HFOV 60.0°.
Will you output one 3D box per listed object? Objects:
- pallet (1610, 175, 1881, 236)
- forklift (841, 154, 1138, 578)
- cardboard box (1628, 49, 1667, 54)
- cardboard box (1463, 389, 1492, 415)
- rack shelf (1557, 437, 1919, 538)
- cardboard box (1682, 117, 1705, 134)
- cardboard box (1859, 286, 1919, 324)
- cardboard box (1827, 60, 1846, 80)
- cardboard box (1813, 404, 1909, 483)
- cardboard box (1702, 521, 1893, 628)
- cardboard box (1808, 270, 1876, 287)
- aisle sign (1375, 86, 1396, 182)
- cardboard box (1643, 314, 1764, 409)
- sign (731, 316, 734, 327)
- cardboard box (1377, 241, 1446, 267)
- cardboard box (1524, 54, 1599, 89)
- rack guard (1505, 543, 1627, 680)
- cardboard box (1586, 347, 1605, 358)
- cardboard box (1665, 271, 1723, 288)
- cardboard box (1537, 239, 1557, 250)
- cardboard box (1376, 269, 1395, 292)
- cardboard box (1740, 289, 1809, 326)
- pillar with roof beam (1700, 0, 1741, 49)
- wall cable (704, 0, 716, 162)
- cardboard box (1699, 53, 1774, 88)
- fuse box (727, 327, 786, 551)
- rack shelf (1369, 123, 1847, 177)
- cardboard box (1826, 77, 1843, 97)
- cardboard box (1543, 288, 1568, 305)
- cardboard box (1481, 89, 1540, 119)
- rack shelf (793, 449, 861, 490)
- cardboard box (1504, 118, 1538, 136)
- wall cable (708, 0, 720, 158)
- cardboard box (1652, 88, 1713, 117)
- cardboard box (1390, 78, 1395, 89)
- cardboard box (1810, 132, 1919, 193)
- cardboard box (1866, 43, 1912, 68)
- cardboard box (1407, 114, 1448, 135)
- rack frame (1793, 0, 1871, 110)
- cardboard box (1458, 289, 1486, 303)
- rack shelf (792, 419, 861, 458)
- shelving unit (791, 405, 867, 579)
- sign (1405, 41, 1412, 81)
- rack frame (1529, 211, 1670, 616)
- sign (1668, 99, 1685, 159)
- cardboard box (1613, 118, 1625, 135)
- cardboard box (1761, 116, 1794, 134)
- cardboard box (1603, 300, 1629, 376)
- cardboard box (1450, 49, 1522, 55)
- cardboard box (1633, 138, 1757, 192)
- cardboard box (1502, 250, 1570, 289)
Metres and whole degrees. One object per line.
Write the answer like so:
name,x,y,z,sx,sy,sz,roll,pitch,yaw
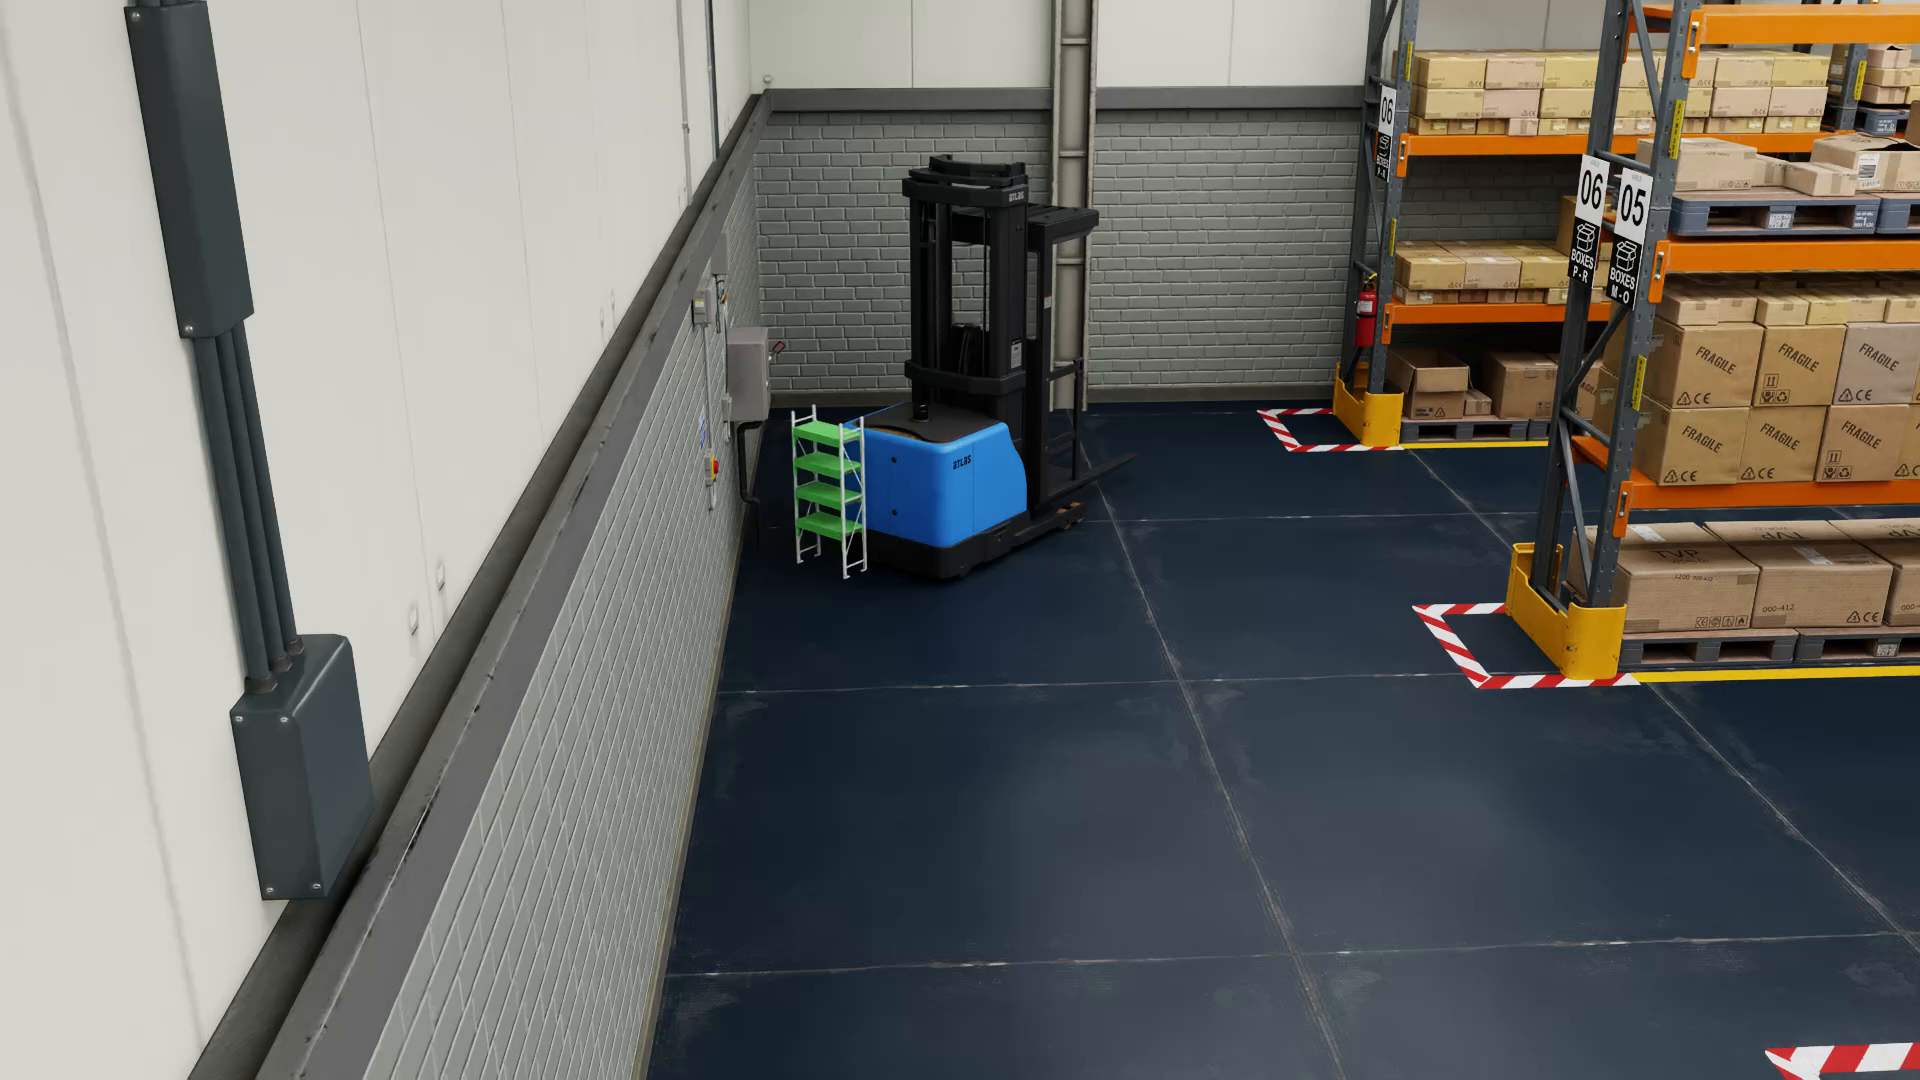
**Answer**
pallet,4.825,-2.086,10.292,1.213,0.211,1.003,-1,21,-3
forklift,0.376,-1.548,13.069,1.130,2.935,3.031,15,25,34
cardboard box,6.258,-4.320,15.126,0.500,0.250,0.500,-1,21,-4
cardboard box,4.840,-1.307,15.755,0.250,0.149,0.380,-2,21,-5
rack shelf,6.082,-0.411,10.995,4.000,0.370,1.077,-1,21,-3
cardboard box,6.422,-3.718,14.809,0.250,0.149,0.380,0,21,-1
cardboard box,5.751,-1.454,10.266,0.250,0.149,0.380,-1,21,-3
cardboard box,8.084,-4.265,15.096,0.250,0.149,0.380,-1,21,-4
cardboard box,5.593,-0.685,10.564,0.500,0.500,0.500,-1,21,-3
cardboard box,5.651,0.224,11.327,0.875,0.438,0.875,-1,21,-2
cardboard box,5.703,-1.647,10.775,0.250,0.149,0.380,-1,21,-2
aisle sign,3.747,-3.579,14.652,0.004,0.787,0.394,-1,21,-3
cardboard box,4.580,-1.129,10.325,0.500,0.500,0.500,-2,21,-4
sign,-1.752,-1.460,12.873,0.001,0.494,0.329,-1,21,-3
cardboard box,4.242,-2.642,15.638,0.500,0.250,0.500,-1,21,-1
cardboard box,5.265,-4.112,14.581,0.500,0.250,0.500,-1,21,-4
rack guard,4.061,0.462,11.204,0.348,0.500,1.175,-1,21,-3
cardboard box,6.306,-1.501,15.771,0.500,0.500,0.700,-2,21,-5
cardboard box,4.684,-1.616,10.692,0.250,0.149,0.380,-1,21,-2
cardboard box,5.774,-2.671,15.714,0.500,0.250,0.500,-1,21,-3
cardboard box,4.113,-2.454,15.705,0.250,0.149,0.380,-1,21,-4
cardboard box,4.979,-1.428,10.197,0.250,0.149,0.380,-1,21,-1
pillar with roof beam,7.291,-4.131,11.325,0.400,9.000,9.100,-1,21,-3
wall cable,-1.618,-3.562,9.829,0.029,3.000,2.355,-1,21,-3
cardboard box,6.795,-4.146,14.669,0.500,0.250,0.500,-1,21,-4
fuse box,-1.517,-0.731,12.635,0.414,1.711,0.539,-1,21,-3
rack shelf,5.795,-3.576,15.093,4.000,0.370,1.077,-1,21,-3
cardboard box,8.090,-4.109,15.104,0.250,0.149,0.380,-1,21,-3
cardboard box,5.431,-2.270,15.220,0.250,0.149,0.380,-2,21,-5
cardboard box,4.763,-3.870,14.647,0.500,0.250,0.500,-1,21,-2
rack shelf,-0.973,-0.525,12.317,0.480,0.148,0.258,17,27,37
cardboard box,4.901,-3.660,14.656,0.250,0.149,0.380,-1,21,-2
wall cable,-1.740,-4.570,12.423,0.133,3.039,2.988,-1,21,-3
cardboard box,6.294,-3.902,14.732,0.500,0.250,0.500,-1,21,-2
cardboard box,4.226,-4.046,15.109,0.500,0.250,0.500,-2,21,-4
cardboard box,5.582,-2.322,10.184,0.500,0.311,0.500,-1,21,-2
cardboard box,8.112,-4.293,14.587,0.258,0.266,0.396,-1,21,-4
cardboard box,4.129,-3.678,14.703,0.250,0.149,0.380,-1,21,-2
rack frame,7.791,-5.355,14.538,0.127,3.000,1.000,-1,21,-3
cardboard box,4.653,-2.301,15.301,0.250,0.149,0.380,-1,21,-4
rack shelf,-0.974,-0.749,12.231,0.480,0.148,0.258,17,27,37
shelving unit,-0.973,-0.361,12.380,0.503,1.200,0.258,17,27,37
sign,3.829,-4.087,14.196,0.005,0.325,0.100,-1,21,-3
rack frame,4.085,-0.706,10.761,0.127,3.000,1.000,-1,21,-3
sign,4.111,-2.356,9.539,0.005,0.325,0.100,-1,21,-3
cardboard box,5.666,-3.675,14.694,0.250,0.149,0.380,-1,21,-3
cardboard box,7.205,-3.719,14.811,0.250,0.149,0.380,-1,21,-3
cardboard box,4.553,-1.315,10.813,0.500,0.500,0.500,0,21,-1
cardboard box,4.745,-4.292,15.054,0.500,0.250,0.500,-2,21,-5
cardboard box,4.529,-2.322,10.269,0.500,0.250,0.500,-3,21,-8
cardboard box,5.275,-2.474,15.196,0.500,0.250,0.500,-2,21,-4
